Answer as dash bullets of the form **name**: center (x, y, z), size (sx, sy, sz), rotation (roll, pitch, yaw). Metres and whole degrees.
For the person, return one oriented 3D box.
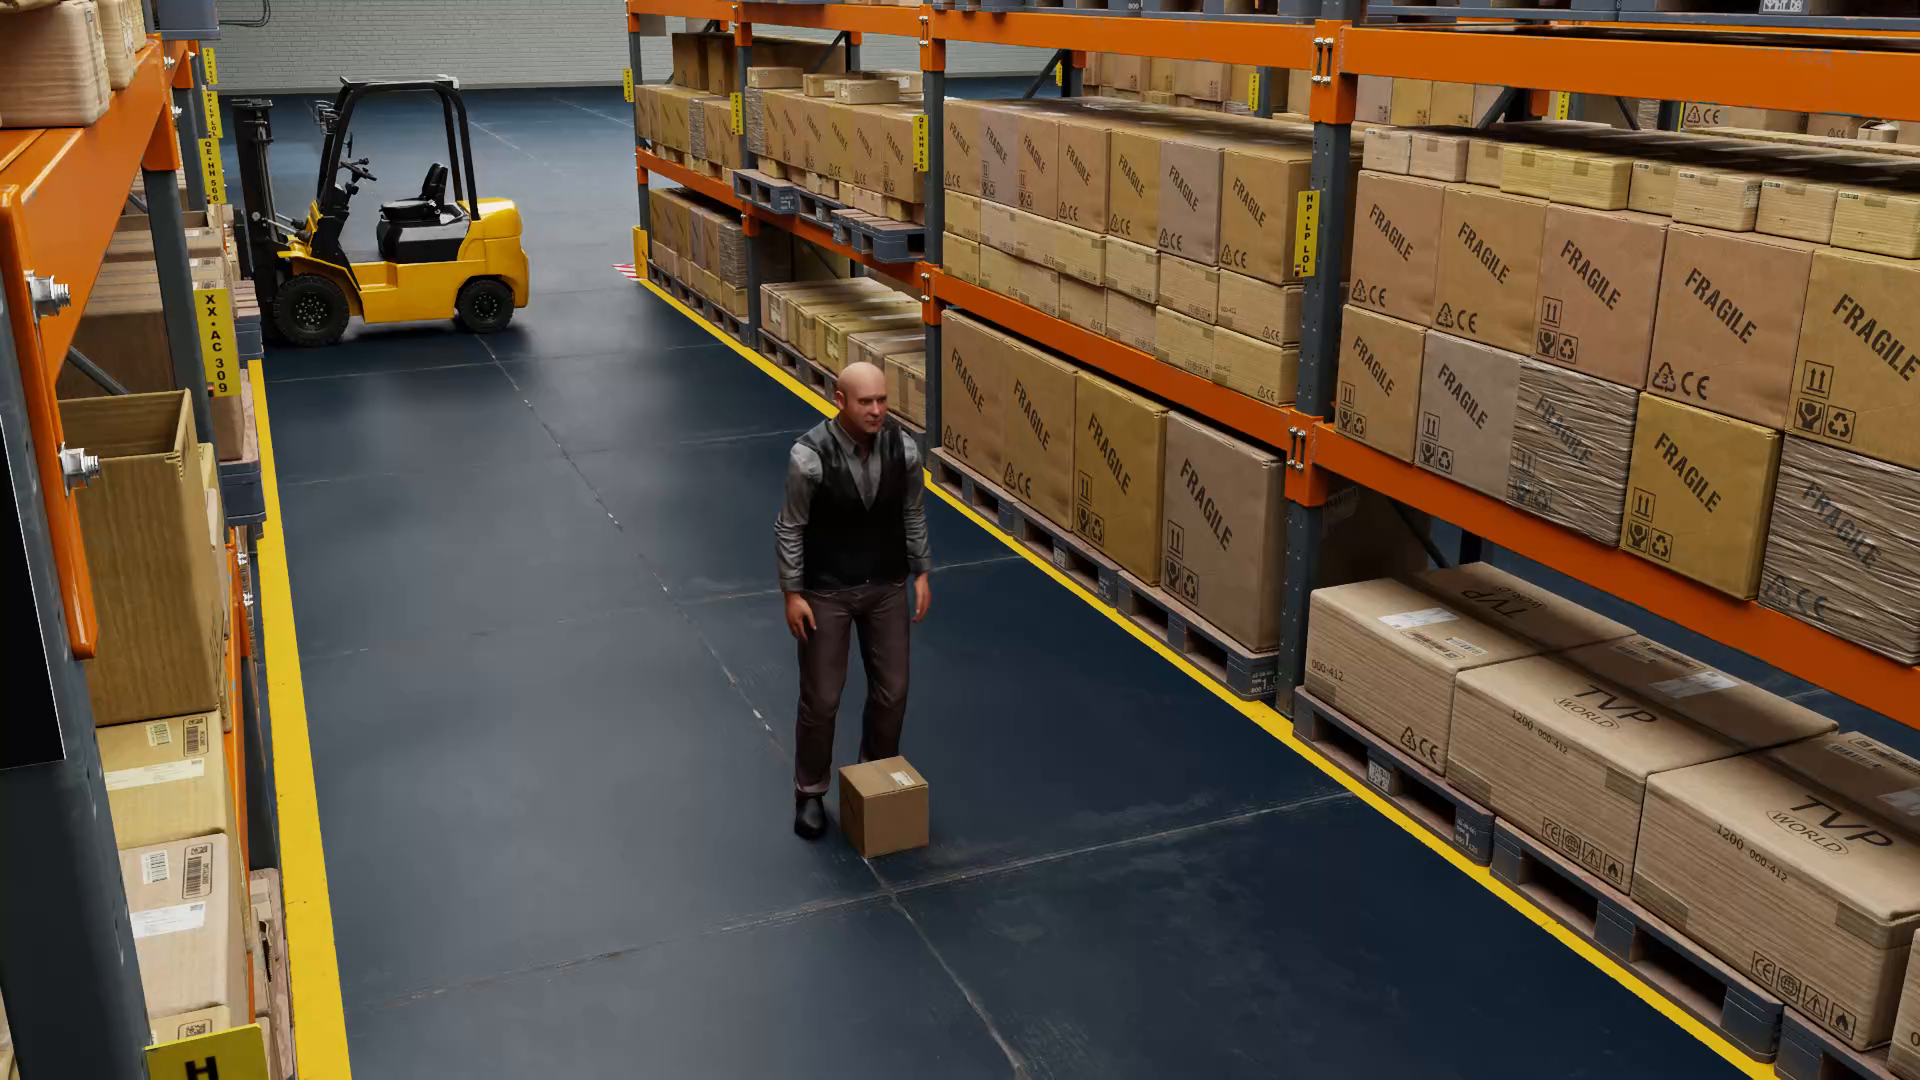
- **person**: center (-0.377, 0.195, 6.023), size (0.592, 1.722, 0.369), rotation (-9, 21, -25)
